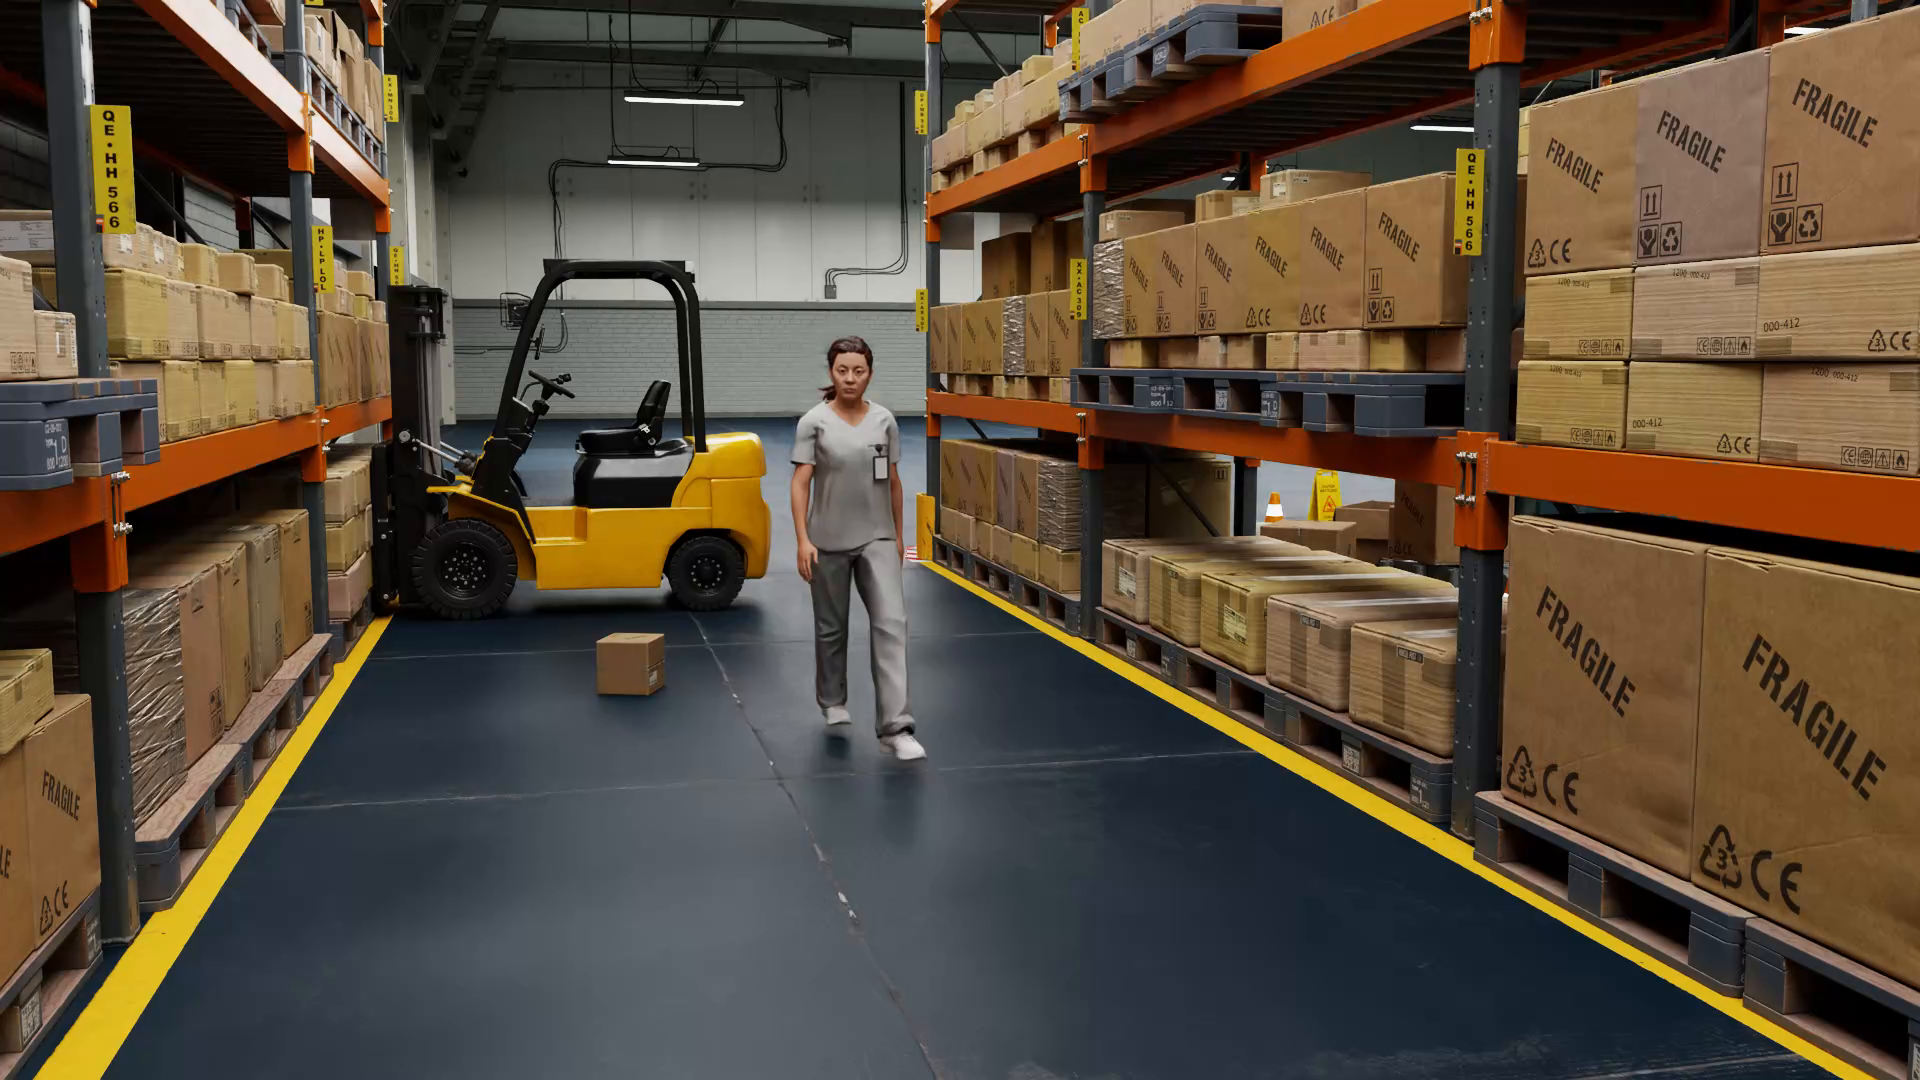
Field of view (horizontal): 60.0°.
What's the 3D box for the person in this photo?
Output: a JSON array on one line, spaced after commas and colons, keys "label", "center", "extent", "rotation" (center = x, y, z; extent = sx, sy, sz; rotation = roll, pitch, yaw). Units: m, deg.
[{"label": "person", "center": [-0.419, 0.003, 6.538], "extent": [0.485, 1.607, 1.030], "rotation": [-1, 6, -12]}]
